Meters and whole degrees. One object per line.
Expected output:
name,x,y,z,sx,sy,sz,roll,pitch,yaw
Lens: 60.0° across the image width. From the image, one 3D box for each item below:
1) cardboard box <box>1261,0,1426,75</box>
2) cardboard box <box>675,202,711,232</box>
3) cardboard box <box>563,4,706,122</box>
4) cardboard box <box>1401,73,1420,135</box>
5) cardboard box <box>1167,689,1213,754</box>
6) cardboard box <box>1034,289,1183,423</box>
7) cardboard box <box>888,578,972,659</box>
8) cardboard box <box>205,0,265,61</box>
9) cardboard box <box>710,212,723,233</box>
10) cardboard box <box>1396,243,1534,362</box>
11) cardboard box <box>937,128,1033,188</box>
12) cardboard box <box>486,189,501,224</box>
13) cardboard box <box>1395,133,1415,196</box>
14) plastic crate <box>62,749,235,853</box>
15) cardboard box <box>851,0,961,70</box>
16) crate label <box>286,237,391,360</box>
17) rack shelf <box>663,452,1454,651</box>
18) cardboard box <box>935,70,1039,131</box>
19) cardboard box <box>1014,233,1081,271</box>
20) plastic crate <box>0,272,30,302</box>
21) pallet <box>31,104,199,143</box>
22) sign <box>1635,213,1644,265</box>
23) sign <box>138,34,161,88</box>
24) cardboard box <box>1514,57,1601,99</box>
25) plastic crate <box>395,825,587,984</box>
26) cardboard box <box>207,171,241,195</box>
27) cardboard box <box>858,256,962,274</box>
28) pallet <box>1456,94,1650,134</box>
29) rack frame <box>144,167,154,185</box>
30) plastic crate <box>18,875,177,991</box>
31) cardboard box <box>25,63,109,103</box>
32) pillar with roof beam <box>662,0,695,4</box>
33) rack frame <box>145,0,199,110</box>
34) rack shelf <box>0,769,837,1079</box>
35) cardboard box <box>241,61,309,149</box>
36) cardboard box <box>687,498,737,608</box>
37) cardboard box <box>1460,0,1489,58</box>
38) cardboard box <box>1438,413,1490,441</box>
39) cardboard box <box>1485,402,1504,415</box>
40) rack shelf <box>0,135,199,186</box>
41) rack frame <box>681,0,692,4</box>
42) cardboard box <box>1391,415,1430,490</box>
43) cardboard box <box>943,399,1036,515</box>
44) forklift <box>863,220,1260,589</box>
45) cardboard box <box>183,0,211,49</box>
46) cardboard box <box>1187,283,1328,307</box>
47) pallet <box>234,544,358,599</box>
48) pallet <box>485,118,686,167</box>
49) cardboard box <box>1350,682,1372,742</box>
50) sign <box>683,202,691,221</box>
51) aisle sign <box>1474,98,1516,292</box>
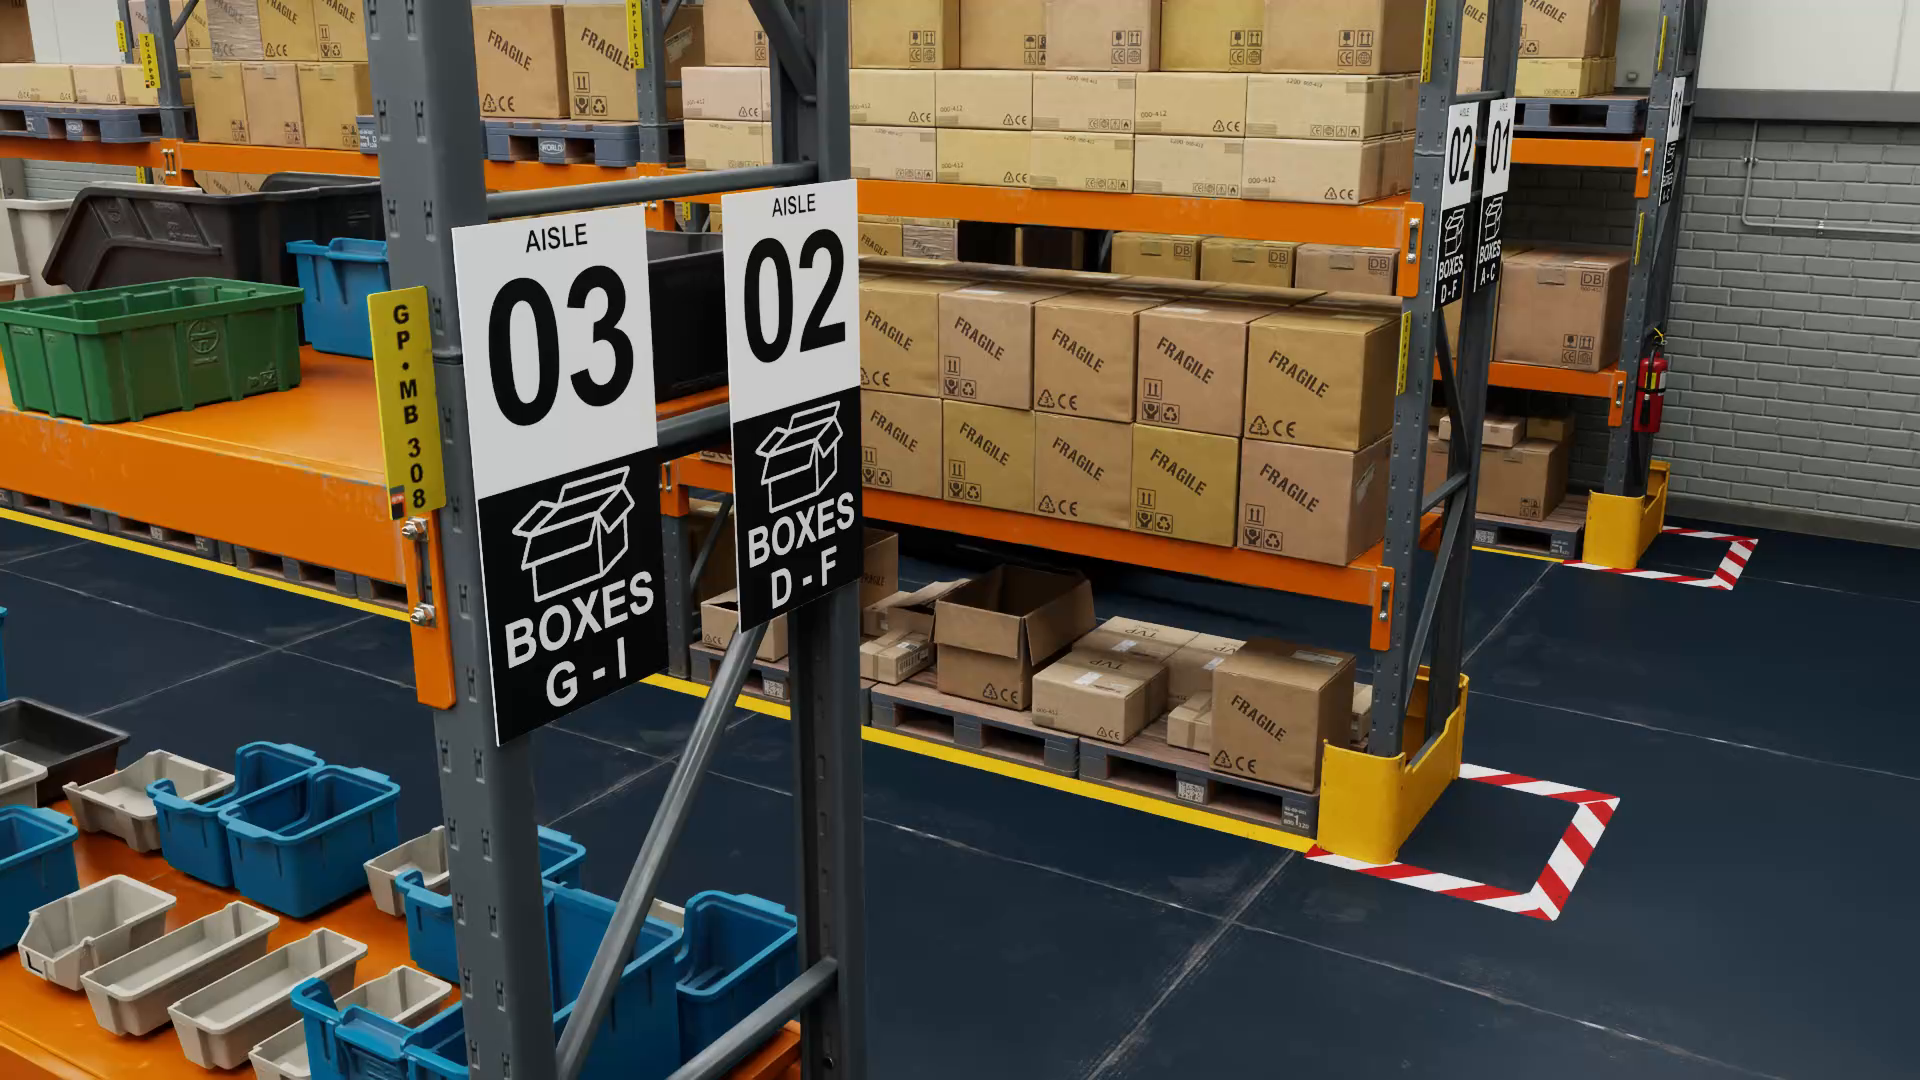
cardboard box,1.633,-2.210,6.942,0.500,0.500,0.700,10,20,30
cardboard box,-2.554,-2.946,15.490,0.500,0.500,0.700,8,18,24
cardboard box,-1.719,-2.609,9.083,0.600,0.600,0.600,8,19,25
cardboard box,1.778,-1.920,7.277,0.500,0.250,0.500,10,20,30
cardboard box,1.190,0.865,7.990,0.250,0.166,0.380,10,20,30
cardboard box,0.681,-0.854,7.641,0.500,0.500,0.500,11,20,32
cardboard box,-0.056,0.424,9.194,0.500,0.311,0.500,10,20,30
cardboard box,-4.369,-3.285,10.481,0.500,0.500,0.500,10,20,30
cardboard box,-1.868,-2.681,14.828,0.500,0.500,0.500,11,20,32
cardboard box,3.603,-1.728,11.894,0.700,0.700,0.980,10,20,30
cardboard box,0.233,-1.782,7.685,0.500,0.250,0.500,10,20,30
cardboard box,-4.668,-3.313,16.697,0.500,0.500,0.700,13,21,36
cardboard box,1.775,-1.679,7.344,0.500,0.250,0.500,10,20,30
plastic crate,-2.283,0.731,4.663,0.466,0.136,0.293,10,20,30
cardboard box,-0.113,-2.494,7.878,0.500,0.500,0.700,10,20,30
crate label,-1.133,-0.533,3.568,0.502,0.251,0.408,10,20,30
rack shelf,0.376,-0.134,8.400,4.000,0.370,1.077,10,20,30
cardboard box,0.229,-2.019,7.605,0.500,0.250,0.500,10,20,30
cardboard box,0.735,-2.218,13.303,0.500,0.500,0.500,10,19,29
plastic crate,-2.406,-0.510,3.692,0.530,0.136,0.437,10,20,30
pallet,-5.362,-2.817,11.158,1.003,0.211,1.213,11,20,33
sign,4.373,-1.937,10.697,0.005,0.325,0.100,10,20,30
sign,-5.035,-2.975,10.329,0.005,0.325,0.100,10,20,30
cardboard box,3.906,-3.060,10.995,0.500,0.250,0.500,11,20,32
plastic crate,-1.115,0.884,3.995,0.300,0.233,0.416,10,20,30
cardboard box,-7.862,-3.827,18.253,0.500,0.500,0.500,9,19,28
cardboard box,-0.324,-1.219,8.841,0.500,0.500,0.500,10,19,29
pallet,4.031,-2.905,11.275,1.213,0.211,1.003,10,20,30
rack frame,-8.965,-3.835,19.347,0.127,3.000,1.000,10,20,30
plastic crate,-2.057,0.946,3.957,0.250,0.136,0.298,10,20,30
cardboard box,-6.091,-3.176,11.550,0.500,0.250,0.500,10,19,29
pillar with roof beam,-5.056,-4.835,12.315,0.400,9.000,9.100,10,20,30
rack frame,-4.737,-4.262,10.428,0.127,3.000,1.000,10,20,30
rack shelf,-2.220,1.092,4.363,4.000,0.370,1.077,10,20,30
cardboard box,-3.913,-2.739,10.403,0.500,0.500,0.910,10,20,30
cardboard box,-1.613,0.069,10.037,0.500,0.500,0.500,9,19,28
cardboard box,3.482,-3.495,11.140,0.500,0.500,0.500,11,20,32
cardboard box,3.597,-0.812,11.855,0.250,0.149,0.380,11,20,32
cardboard box,3.799,-0.906,12.165,0.250,0.149,0.380,10,20,30
rack shelf,-6.441,-2.786,11.970,4.000,0.370,1.077,10,20,30
rack frame,-2.148,-5.489,14.469,0.127,3.000,1.000,10,20,30
cardboard box,1.840,-0.355,7.717,0.500,0.500,0.500,11,20,31
cardboard box,0.260,-0.455,8.046,0.500,0.500,0.500,10,19,29
forklift,0.792,-1.235,10.904,3.031,2.935,1.130,12,21,34
cardboard box,-7.920,-5.524,17.817,0.500,0.500,0.500,11,20,32
cardboard box,1.390,-0.911,7.827,0.500,0.500,0.500,10,20,31
pallet,-4.121,0.066,11.301,1.213,0.211,1.003,10,20,30
pallet,-1.848,-2.245,9.272,1.003,0.211,1.213,10,20,30
cardboard box,1.903,0.830,8.134,0.250,0.149,0.380,10,20,30
sign,-2.424,-2.999,14.737,0.005,0.325,0.100,10,20,30
aisle sign,2.292,-1.481,7.122,0.004,0.787,0.394,10,20,30
